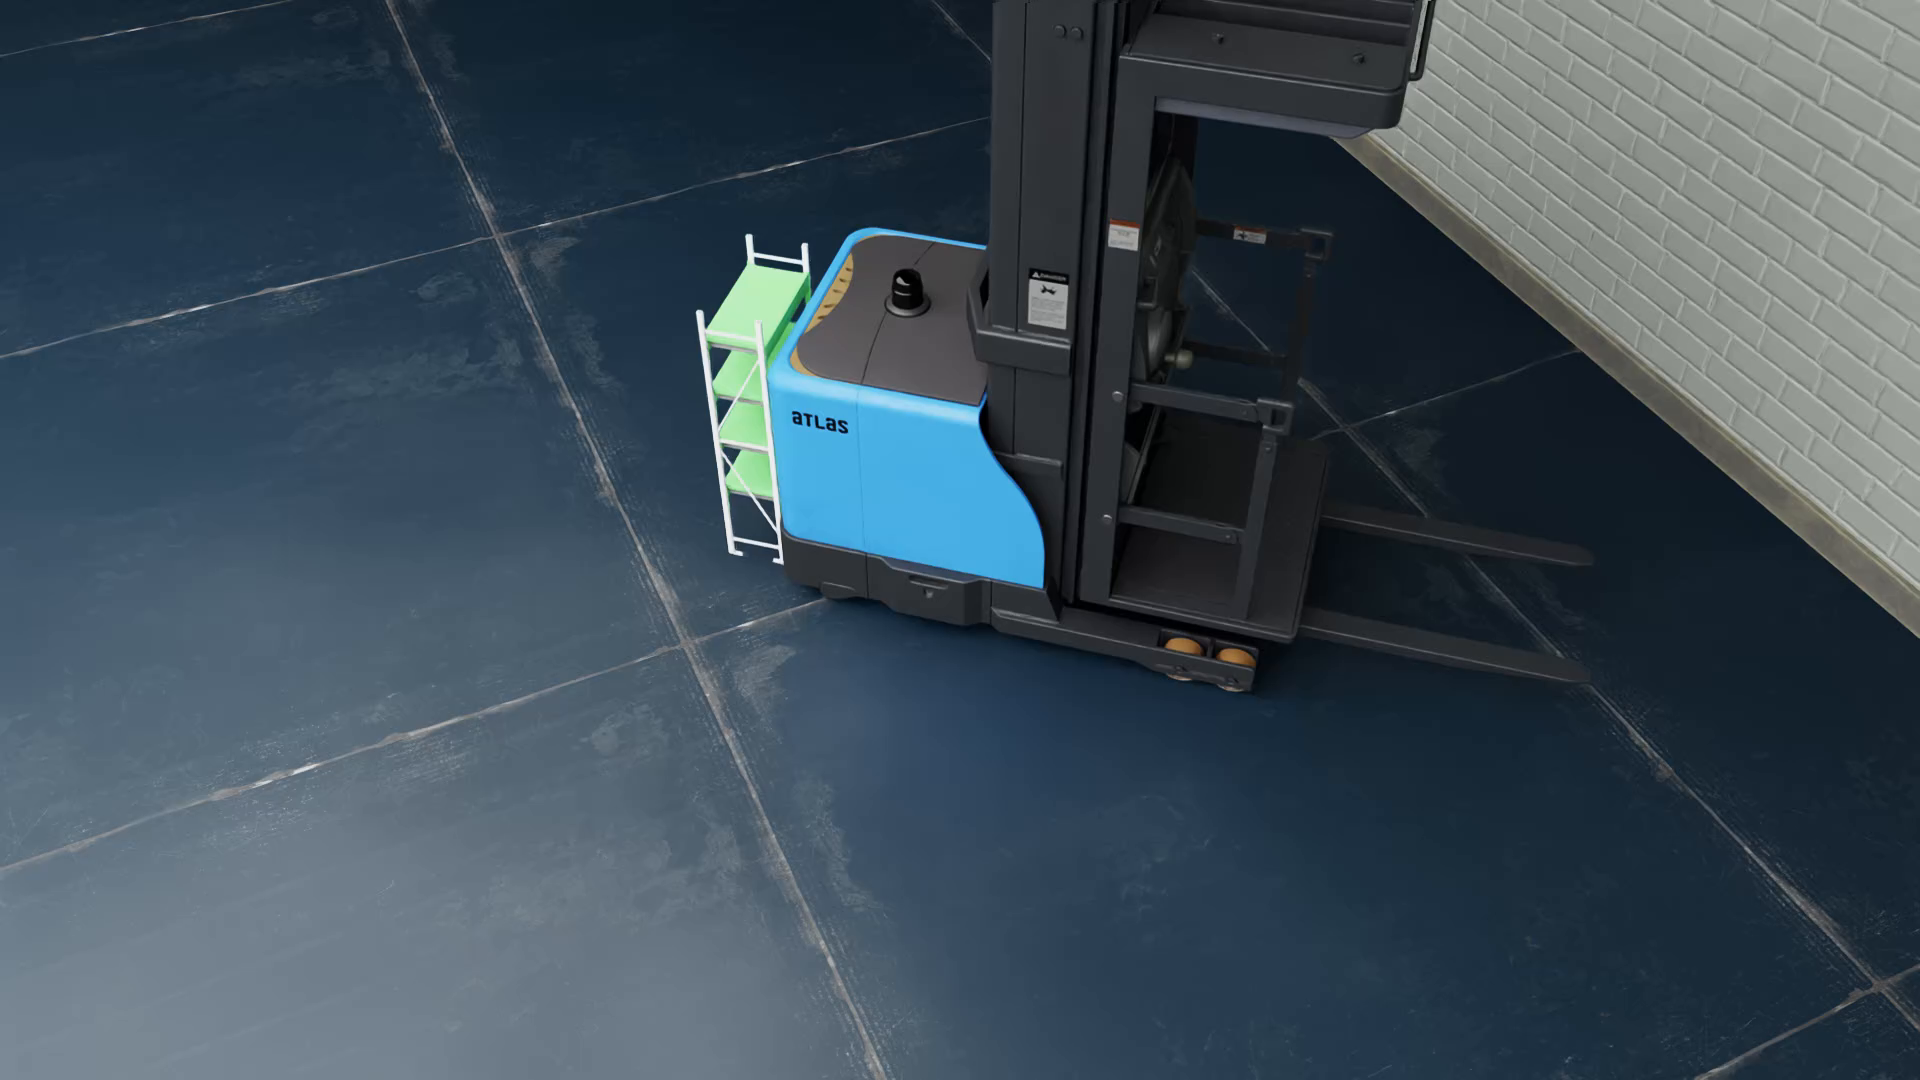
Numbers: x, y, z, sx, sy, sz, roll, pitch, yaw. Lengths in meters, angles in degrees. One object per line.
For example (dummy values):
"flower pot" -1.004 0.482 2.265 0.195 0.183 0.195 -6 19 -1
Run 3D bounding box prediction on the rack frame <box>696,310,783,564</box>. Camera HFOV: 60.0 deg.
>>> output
"rack frame" -0.811 -0.356 6.257 0.240 1.200 0.015 11 46 11

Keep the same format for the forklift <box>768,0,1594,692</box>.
"forklift" 0.883 -0.899 5.574 3.031 2.935 1.130 11 46 11

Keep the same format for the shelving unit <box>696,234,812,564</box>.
"shelving unit" -0.746 -0.521 6.424 0.258 1.200 0.503 11 46 11

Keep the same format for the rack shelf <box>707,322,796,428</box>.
"rack shelf" -0.746 -0.647 6.300 0.258 0.148 0.480 11 46 11

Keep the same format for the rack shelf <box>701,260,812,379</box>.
"rack shelf" -0.746 -0.817 6.132 0.258 0.148 0.480 11 46 11

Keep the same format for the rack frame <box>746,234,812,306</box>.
"rack frame" -0.680 -0.686 6.591 0.240 1.200 0.015 11 46 11

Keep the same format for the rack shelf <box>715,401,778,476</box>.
"rack shelf" -0.746 -0.476 6.469 0.258 0.148 0.480 11 46 11

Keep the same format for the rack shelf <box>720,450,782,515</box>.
"rack shelf" -0.746 -0.305 6.637 0.258 0.148 0.480 11 46 11
